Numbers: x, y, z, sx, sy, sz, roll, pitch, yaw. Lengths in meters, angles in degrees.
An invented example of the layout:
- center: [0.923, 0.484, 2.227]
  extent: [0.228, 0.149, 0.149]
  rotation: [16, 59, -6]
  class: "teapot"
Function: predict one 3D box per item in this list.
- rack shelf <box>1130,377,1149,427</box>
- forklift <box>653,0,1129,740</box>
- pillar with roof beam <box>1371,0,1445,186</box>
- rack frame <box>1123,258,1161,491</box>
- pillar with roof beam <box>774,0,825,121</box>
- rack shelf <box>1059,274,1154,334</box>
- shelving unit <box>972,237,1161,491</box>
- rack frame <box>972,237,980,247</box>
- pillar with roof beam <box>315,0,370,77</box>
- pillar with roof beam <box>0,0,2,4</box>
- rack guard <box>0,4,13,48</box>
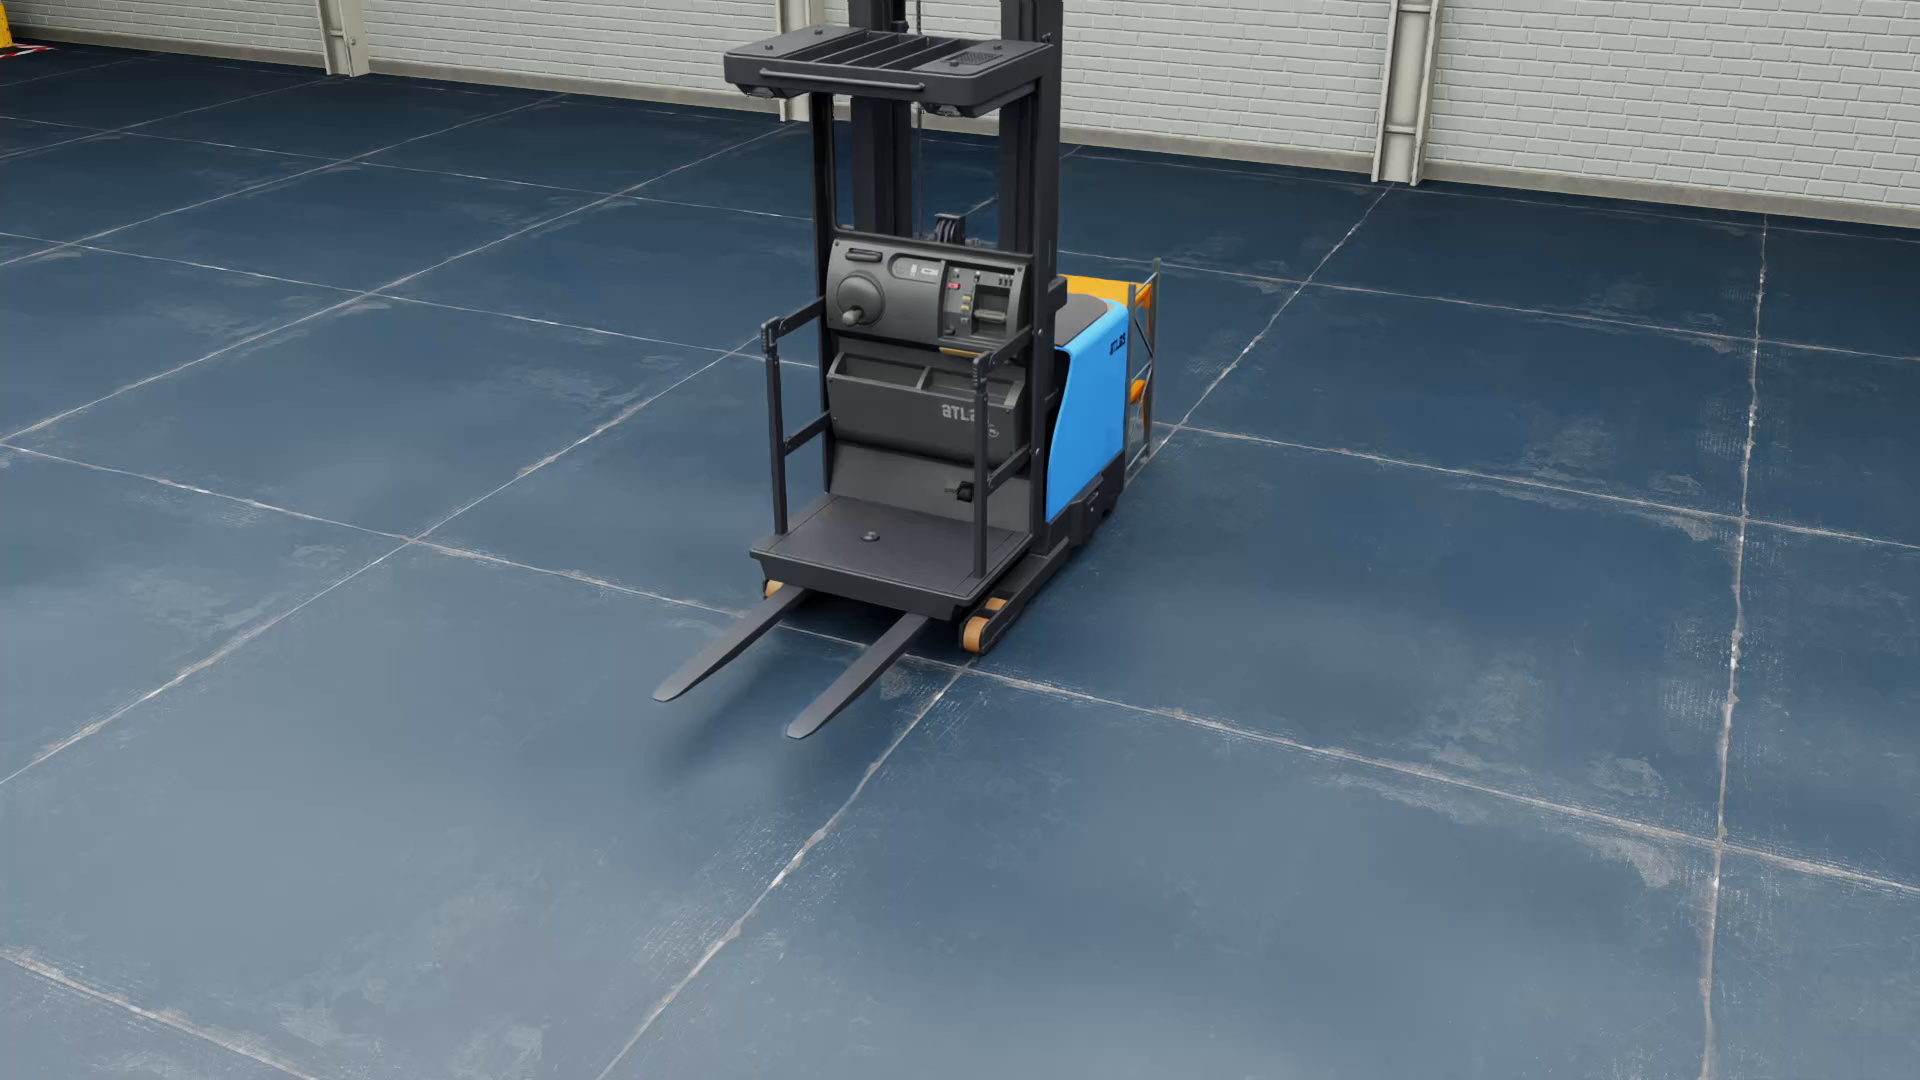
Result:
- center: [0.472, -0.734, 9.019]
  extent: [1.000, 0.278, 0.538]
  rotation: [10, 28, 20]
  class: "rack shelf"
- center: [-0.246, -1.036, 7.037]
  extent: [1.130, 2.935, 3.031]
  rotation: [12, 29, 23]
  class: "forklift"
- center: [2.091, -5.502, 9.237]
  extent: [0.400, 9.000, 9.100]
  rotation: [11, 28, 22]
  class: "pillar with roof beam"
- center: [0.944, -0.870, 8.741]
  extent: [0.032, 1.125, 0.500]
  rotation: [10, 28, 20]
  class: "rack frame"
- center: [-3.371, -6.599, 11.466]
  extent: [0.400, 9.000, 9.100]
  rotation: [11, 28, 22]
  class: "pillar with roof beam"
- center: [0.473, -1.217, 8.783]
  extent: [1.000, 0.278, 0.538]
  rotation: [10, 28, 20]
  class: "rack shelf"
- center: [0.473, -0.954, 8.911]
  extent: [1.048, 1.125, 0.538]
  rotation: [10, 28, 20]
  class: "shelving unit"
- center: [0.001, -1.038, 9.082]
  extent: [0.032, 1.125, 0.500]
  rotation: [10, 28, 20]
  class: "rack frame"
- center: [-8.833, -7.696, 13.694]
  extent: [0.400, 9.000, 9.100]
  rotation: [11, 28, 22]
  class: "pillar with roof beam"
- center: [-14.295, -8.793, 15.922]
  extent: [0.400, 9.000, 9.100]
  rotation: [11, 28, 22]
  class: "pillar with roof beam"
- center: [-12.230, -6.217, 20.312]
  extent: [0.348, 0.500, 1.175]
  rotation: [11, 28, 22]
  class: "rack guard"
